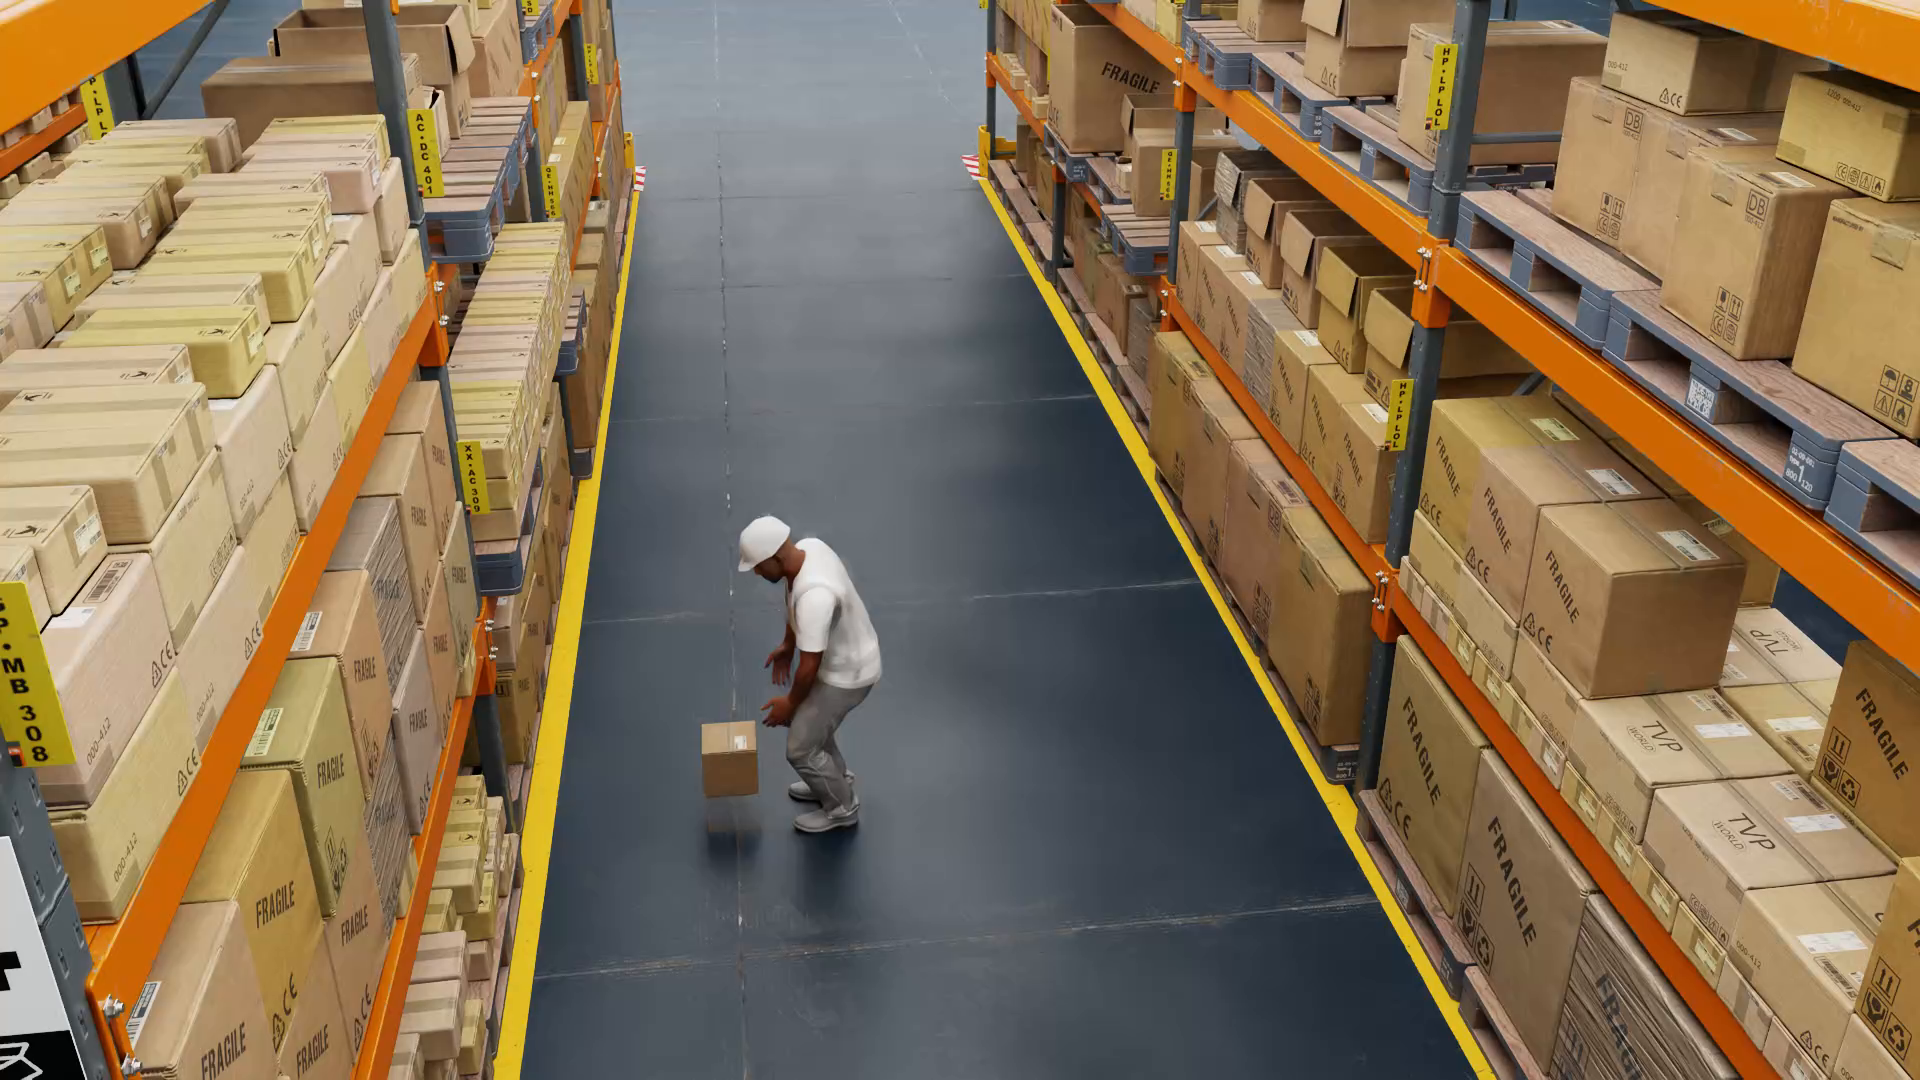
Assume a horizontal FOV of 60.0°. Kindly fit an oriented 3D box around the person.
[{"bbox_3d":[-0.667,0.603,7.605,0.622,1.588,0.620,-3,27,-6],"label":"person"}]
